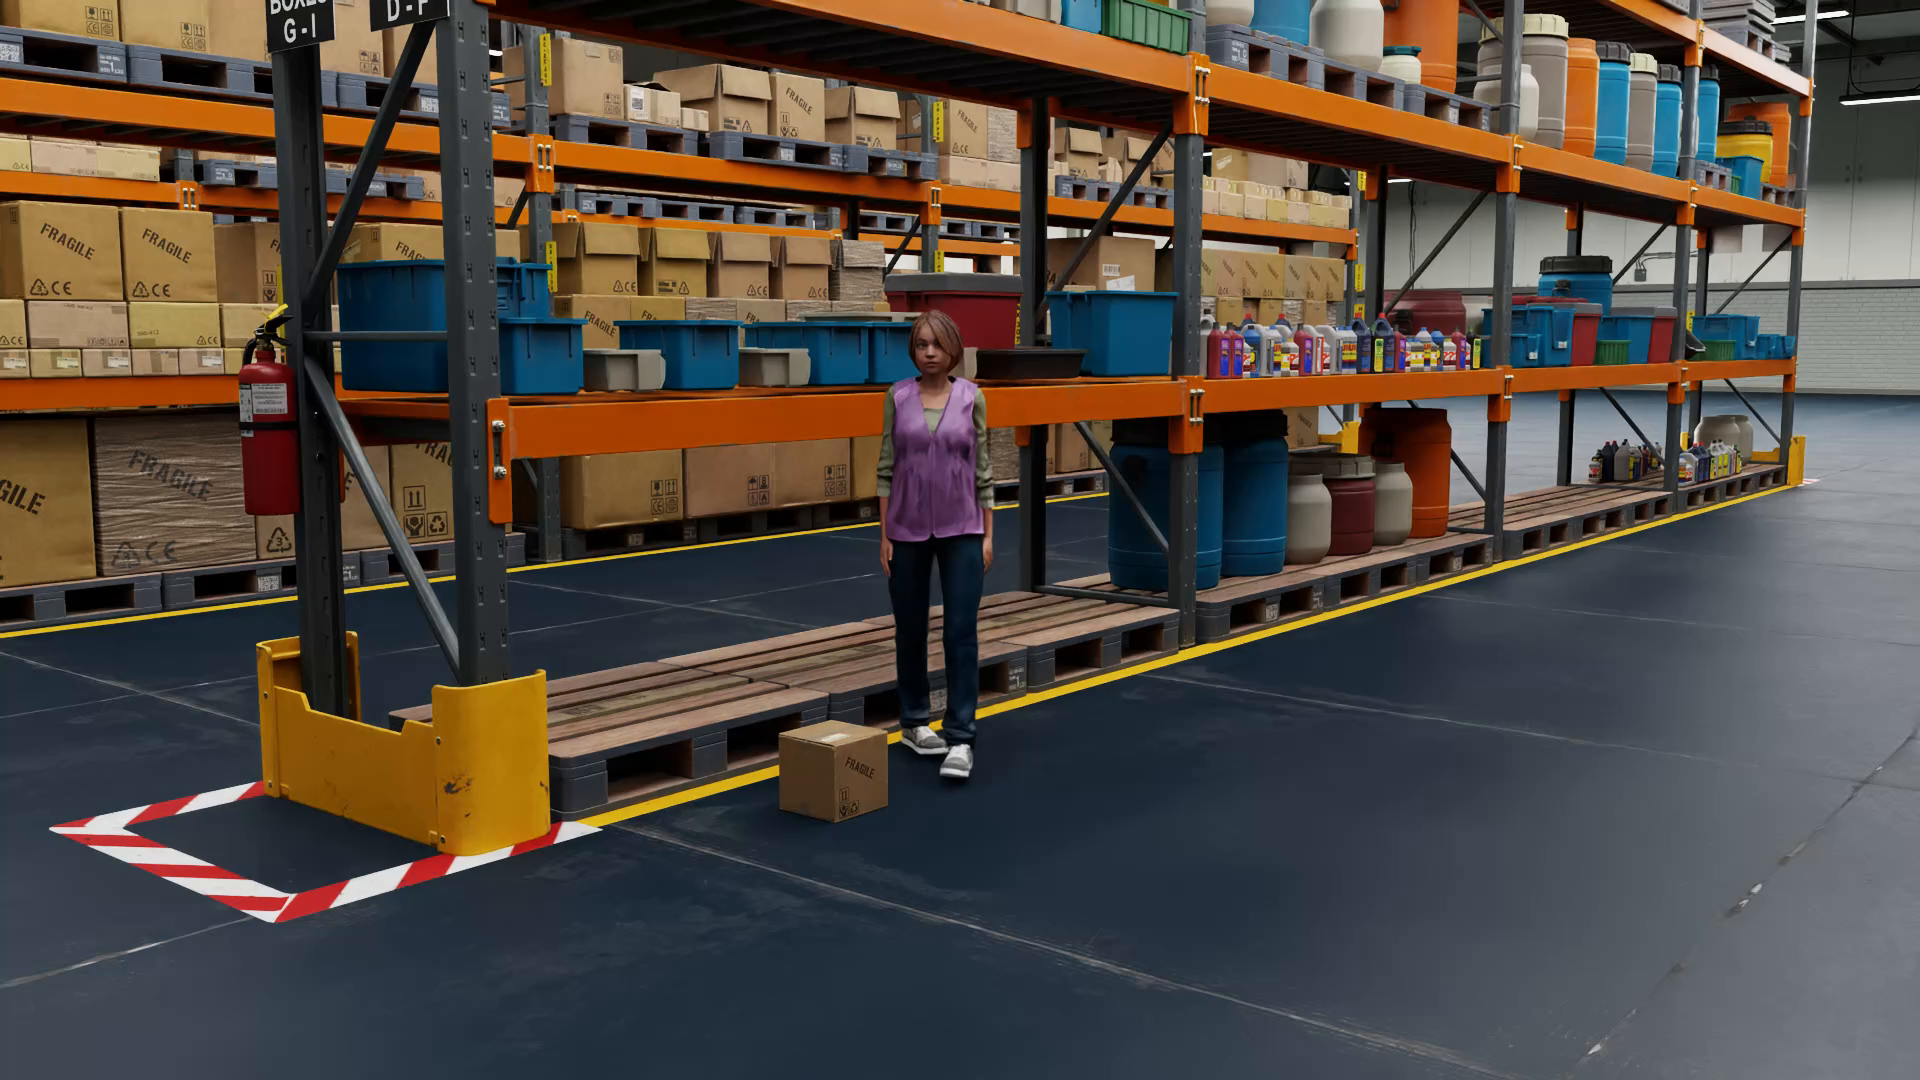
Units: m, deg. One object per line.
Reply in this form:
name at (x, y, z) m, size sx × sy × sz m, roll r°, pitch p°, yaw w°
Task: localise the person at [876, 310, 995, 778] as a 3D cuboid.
person at (-0.090, 0.001, 5.776) m, size 0.417 × 1.589 × 0.605 m, roll 0°, pitch 7°, yaw 3°
